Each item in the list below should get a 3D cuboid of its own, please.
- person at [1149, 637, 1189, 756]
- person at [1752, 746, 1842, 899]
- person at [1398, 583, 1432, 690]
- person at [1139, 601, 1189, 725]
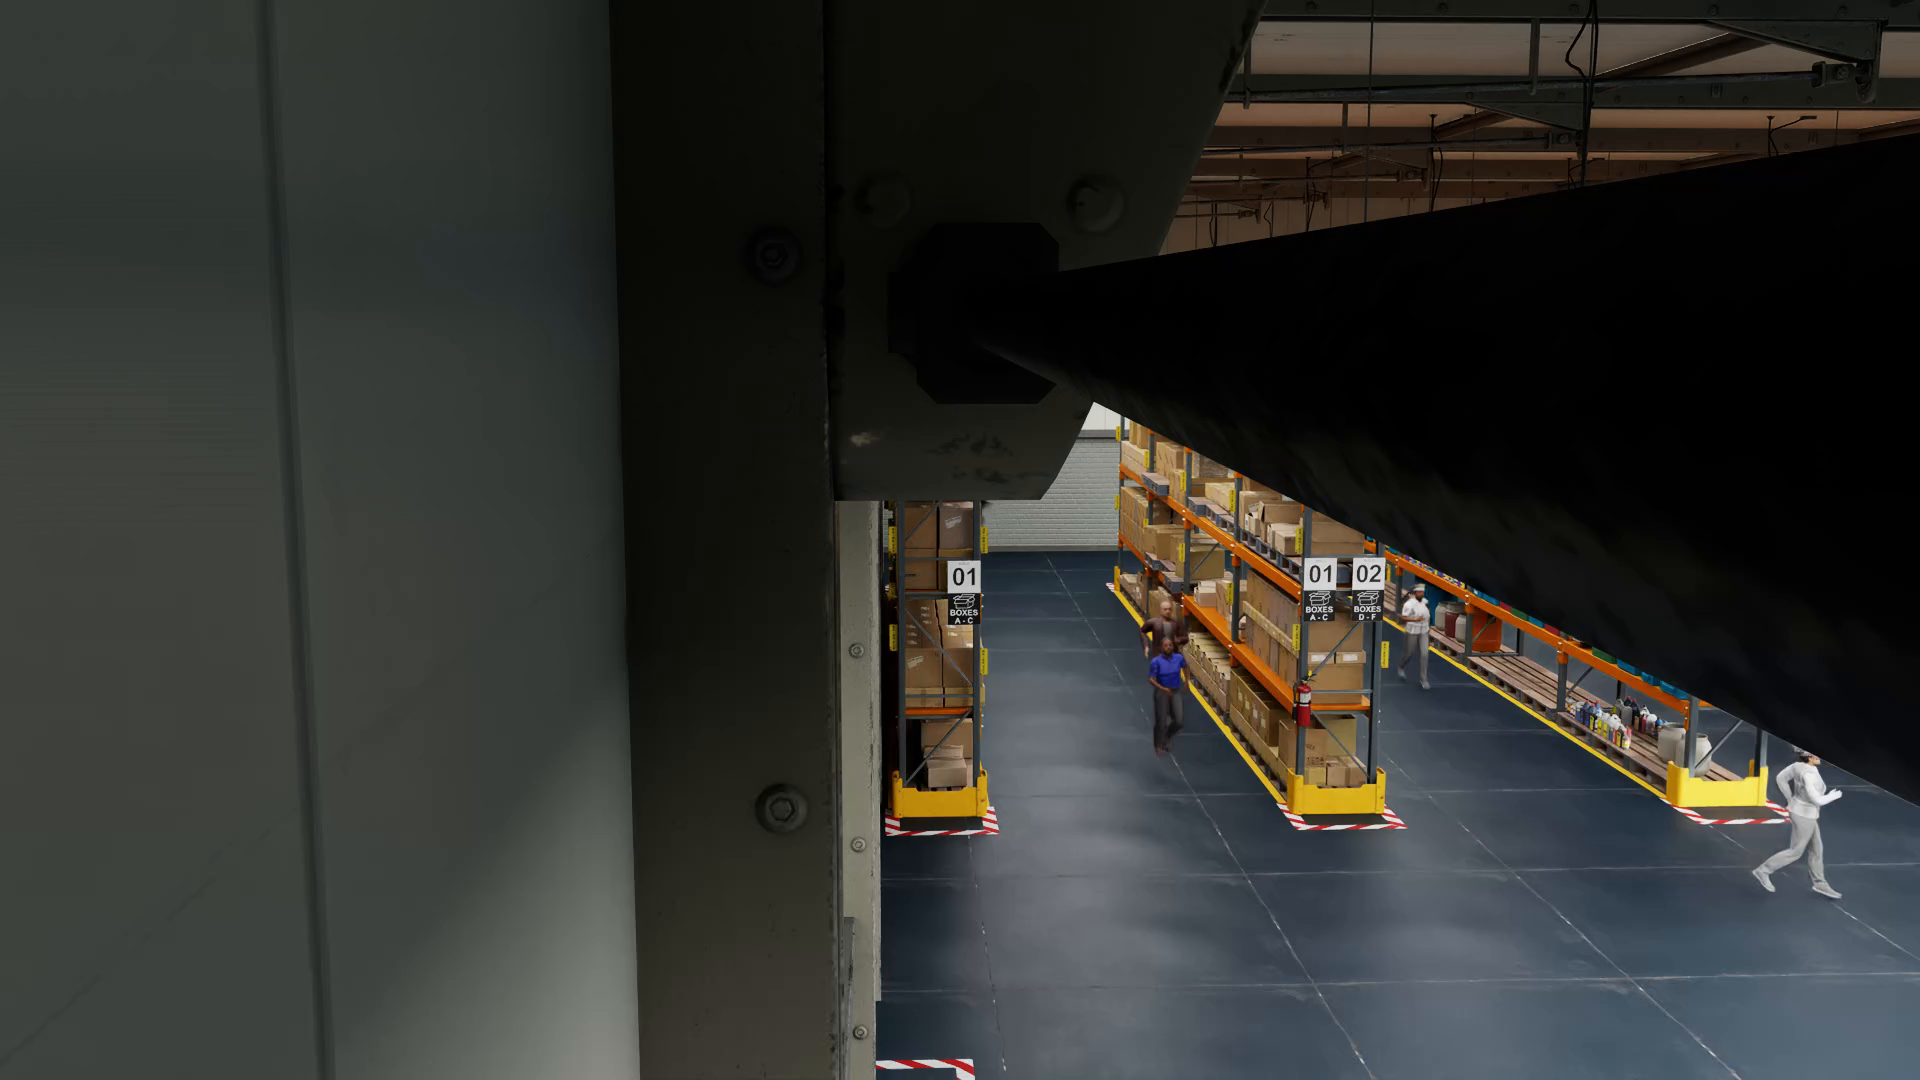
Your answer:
[{"bbox_3d":[2.787,2.088,22.047,0.602,1.637,0.683,-1,8,-8],"label":"person"},{"bbox_3d":[8.921,2.947,17.634,0.897,1.701,0.638,2,9,15],"label":"person"},{"bbox_3d":[7.514,1.535,27.410,0.604,1.702,0.900,-2,8,-12],"label":"person"},{"bbox_3d":[3.103,1.811,25.151,0.695,1.780,1.046,-1,8,-10],"label":"person"}]
